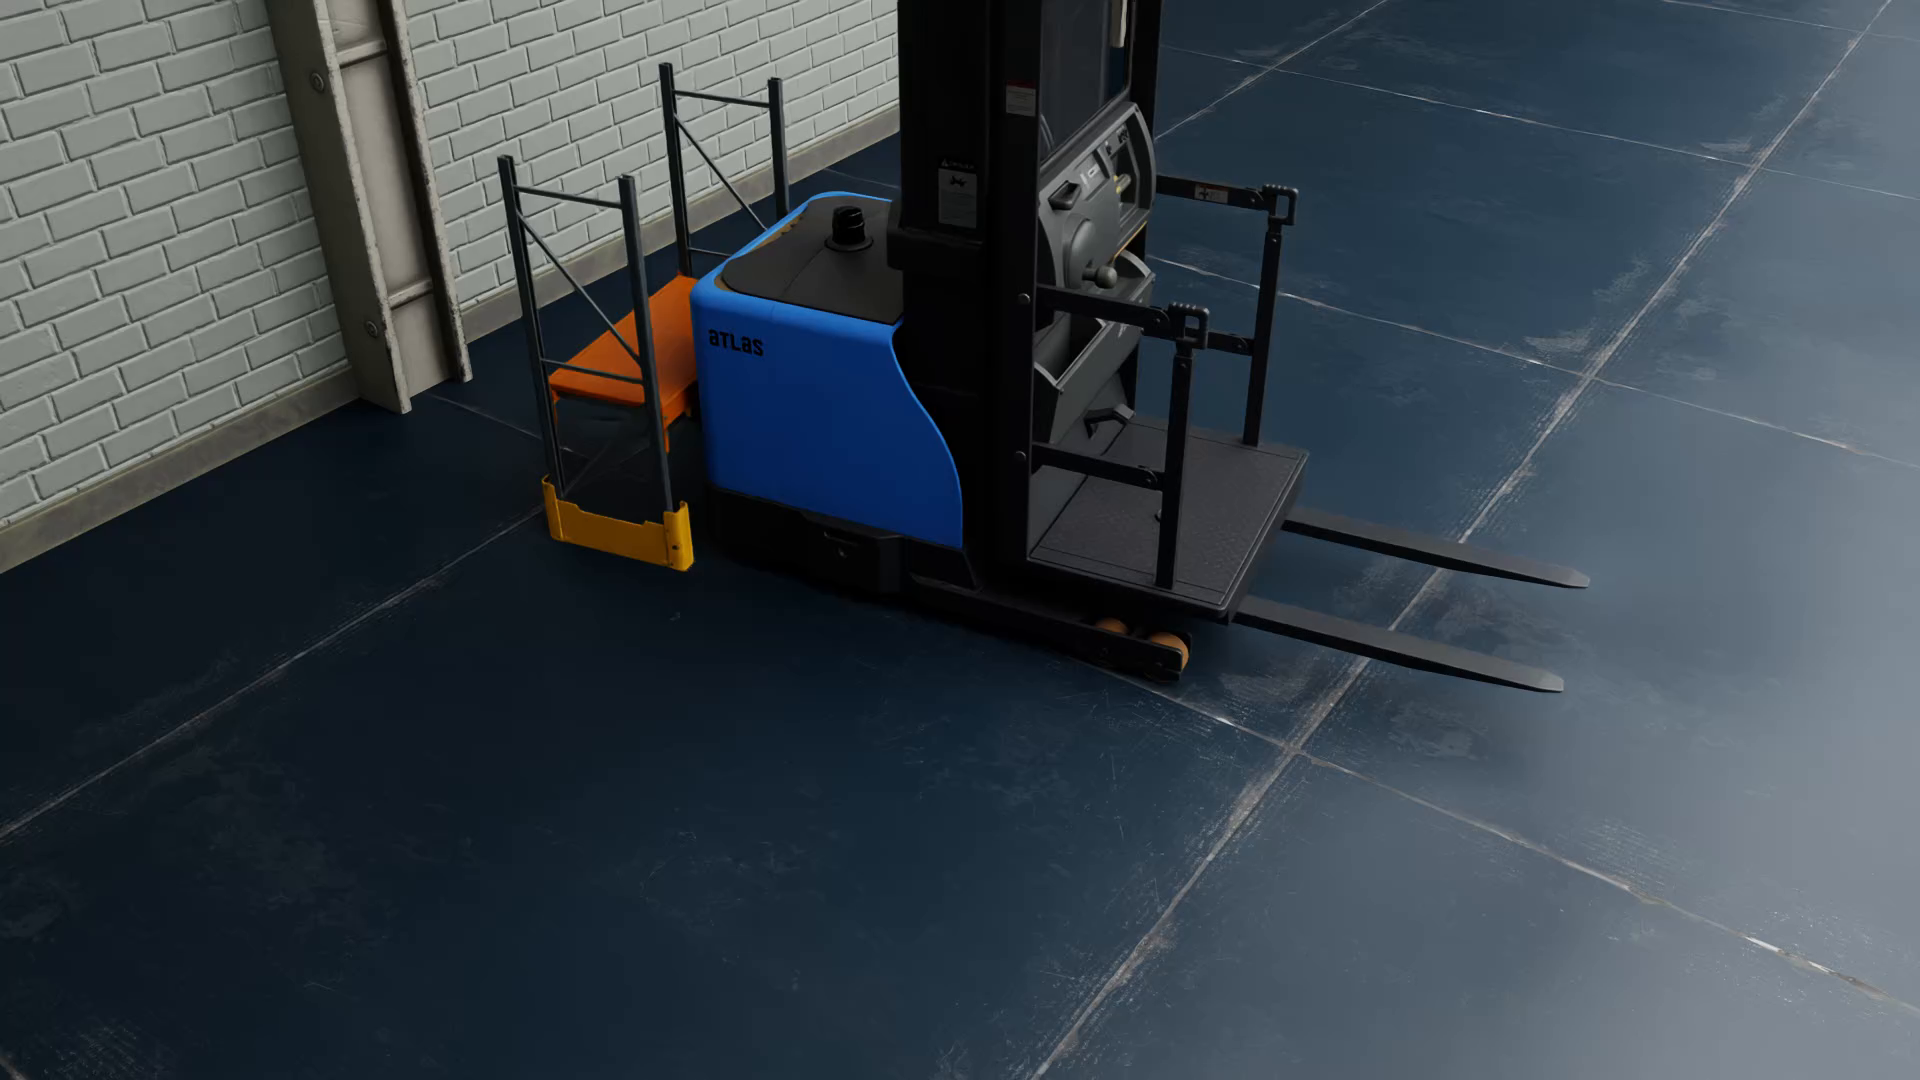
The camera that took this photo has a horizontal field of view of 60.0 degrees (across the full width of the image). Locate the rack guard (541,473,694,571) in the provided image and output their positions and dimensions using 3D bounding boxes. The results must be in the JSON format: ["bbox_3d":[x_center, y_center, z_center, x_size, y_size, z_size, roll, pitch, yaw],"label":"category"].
[{"bbox_3d":[-1.262,-0.071,6.131,0.587,0.250,0.087,13,36,18],"label":"rack guard"}]

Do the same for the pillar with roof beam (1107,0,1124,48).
[{"bbox_3d":[4.584,-5.784,6.770,9.100,9.000,0.400,21,39,28],"label":"pillar with roof beam"}]

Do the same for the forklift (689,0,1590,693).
[{"bbox_3d":[0.628,-1.080,5.230,3.031,2.935,1.130,14,37,20],"label":"forklift"}]

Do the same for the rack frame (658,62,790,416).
[{"bbox_3d":[-0.886,-1.106,6.546,0.500,1.500,0.032,13,36,18],"label":"rack frame"}]

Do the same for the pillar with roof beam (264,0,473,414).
[{"bbox_3d":[1.163,-3.023,2.687,9.100,9.000,0.400,21,39,28],"label":"pillar with roof beam"}]

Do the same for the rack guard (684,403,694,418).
[{"bbox_3d":[-0.885,-0.588,6.895,0.587,0.250,0.087,13,36,18],"label":"rack guard"}]

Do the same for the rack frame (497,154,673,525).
[{"bbox_3d":[-1.270,-0.579,5.767,0.500,1.500,0.032,13,36,18],"label":"rack frame"}]

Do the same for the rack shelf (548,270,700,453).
[{"bbox_3d":[-1.078,-0.693,6.257,0.538,0.185,1.000,13,36,18],"label":"rack shelf"}]

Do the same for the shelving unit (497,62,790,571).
[{"bbox_3d":[-1.074,-0.847,6.163,0.587,1.500,1.083,13,36,18],"label":"shelving unit"}]
